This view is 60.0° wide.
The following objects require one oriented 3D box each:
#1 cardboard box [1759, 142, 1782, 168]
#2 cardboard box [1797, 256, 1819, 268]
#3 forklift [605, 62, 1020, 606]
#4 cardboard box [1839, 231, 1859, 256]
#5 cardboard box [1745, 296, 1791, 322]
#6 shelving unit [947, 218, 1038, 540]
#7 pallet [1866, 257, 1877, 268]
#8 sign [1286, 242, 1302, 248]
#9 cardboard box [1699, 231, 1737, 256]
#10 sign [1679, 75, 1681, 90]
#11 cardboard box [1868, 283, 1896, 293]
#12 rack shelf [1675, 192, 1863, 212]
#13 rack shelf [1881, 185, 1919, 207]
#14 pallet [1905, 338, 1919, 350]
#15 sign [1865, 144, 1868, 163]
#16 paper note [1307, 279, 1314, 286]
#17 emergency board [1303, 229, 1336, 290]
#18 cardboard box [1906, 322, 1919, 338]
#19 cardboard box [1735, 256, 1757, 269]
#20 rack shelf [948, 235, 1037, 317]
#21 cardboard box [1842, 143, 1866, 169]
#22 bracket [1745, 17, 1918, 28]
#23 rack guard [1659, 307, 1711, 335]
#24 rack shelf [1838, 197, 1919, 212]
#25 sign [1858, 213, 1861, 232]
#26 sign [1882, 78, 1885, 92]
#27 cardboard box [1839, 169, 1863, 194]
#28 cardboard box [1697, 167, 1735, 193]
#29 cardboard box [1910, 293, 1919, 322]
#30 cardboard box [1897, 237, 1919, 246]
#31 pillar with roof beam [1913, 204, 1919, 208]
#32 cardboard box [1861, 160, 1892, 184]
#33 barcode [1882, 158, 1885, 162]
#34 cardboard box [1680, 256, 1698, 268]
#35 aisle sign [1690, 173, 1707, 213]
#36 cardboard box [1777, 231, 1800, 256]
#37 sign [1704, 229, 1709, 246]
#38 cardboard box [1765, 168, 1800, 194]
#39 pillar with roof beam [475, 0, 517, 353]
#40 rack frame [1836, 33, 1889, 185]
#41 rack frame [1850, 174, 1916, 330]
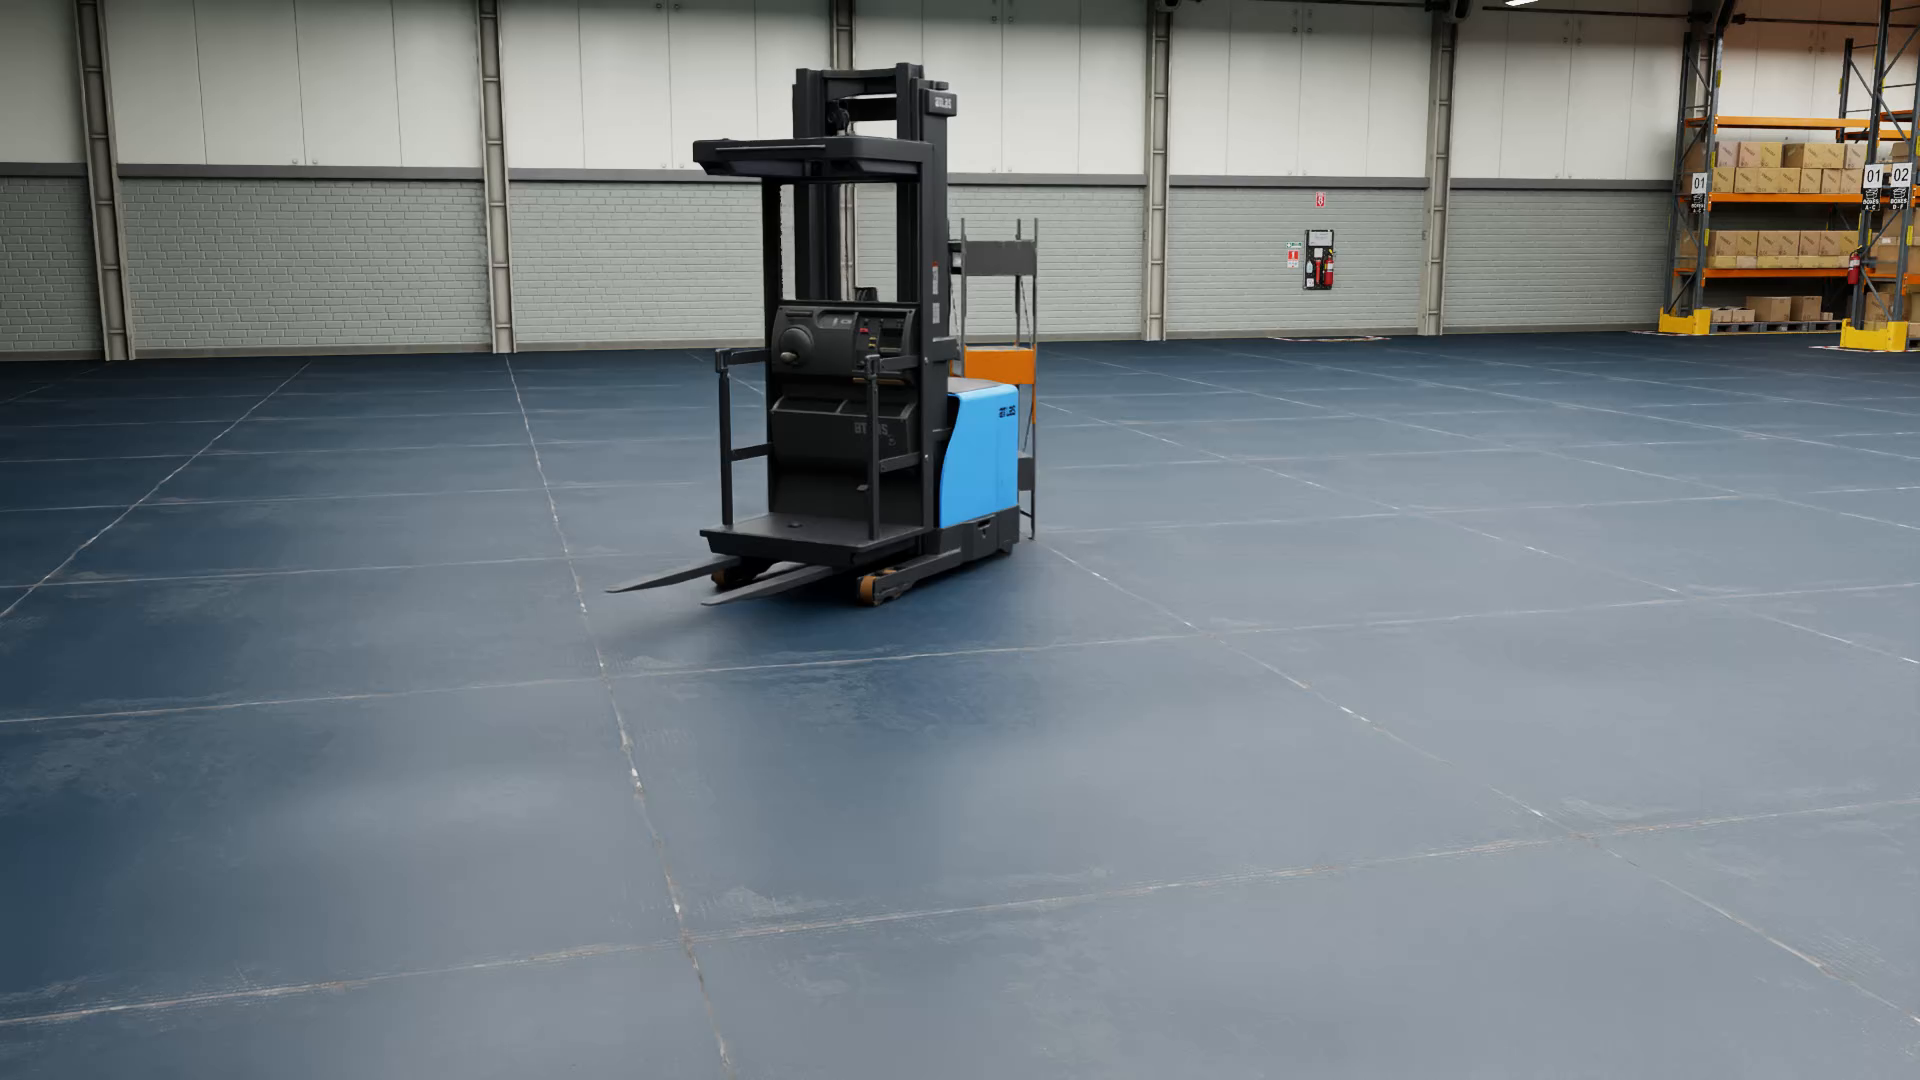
[{"bbox_3d":[16.214,-7.776,33.621,0.500,0.500,0.500,-3,11,-14],"label":"cardboard box"},{"bbox_3d":[17.303,-5.738,34.289,0.500,0.250,0.500,-3,11,-16],"label":"cardboard box"},{"bbox_3d":[-0.775,-1.177,9.342,1.130,2.935,3.031,6,12,29],"label":"forklift"},{"bbox_3d":[18.265,-6.158,34.497,0.500,0.500,0.500,-3,11,-16],"label":"cardboard box"},{"bbox_3d":[16.747,-4.792,34.479,0.500,0.500,0.700,-4,11,-20],"label":"cardboard box"},{"bbox_3d":[0.205,-1.055,10.979,0.503,2.100,0.431,-3,11,-16],"label":"shelving unit"},{"bbox_3d":[19.407,-5.849,35.065,1.213,0.211,1.003,-3,11,-16],"label":"pallet"},{"bbox_3d":[6.525,-5.759,32.479,0.331,0.109,0.001,-3,11,-16],"label":"sign"},{"bbox_3d":[15.334,-6.005,33.667,0.500,0.500,0.500,-3,11,-16],"label":"cardboard box"},{"bbox_3d":[14.656,-9.313,33.763,0.005,0.325,0.100,-3,11,-16],"label":"sign"},{"bbox_3d":[19.756,-5.349,35.436,0.500,0.250,0.500,-3,11,-17],"label":"cardboard box"},{"bbox_3d":[16.712,-6.951,34.219,4.000,0.370,1.077,-3,11,-16],"label":"rack shelf"},{"bbox_3d":[18.100,-6.090,29.542,4.000,0.370,1.077,-3,11,-16],"label":"rack shelf"},{"bbox_3d":[16.902,-3.542,29.701,1.213,0.211,1.003,-3,11,-16],"label":"pallet"},{"bbox_3d":[16.041,-6.834,29.371,0.005,0.325,0.100,-3,11,-16],"label":"sign"},{"bbox_3d":[6.888,-5.062,32.689,0.142,0.148,0.016,-3,11,-16],"label":"paper note"},{"bbox_3d":[7.078,-5.492,32.592,0.643,1.169,0.194,-3,11,-16],"label":"emergency board"},{"bbox_3d":[16.757,-3.710,29.347,0.500,0.250,0.500,-3,11,-16],"label":"cardboard box"},{"bbox_3d":[15.843,-5.662,33.878,0.500,0.250,0.500,-3,11,-18],"label":"cardboard box"},{"bbox_3d":[0.205,-1.730,10.855,0.480,0.518,0.431,-3,11,-16],"label":"rack shelf"},{"bbox_3d":[18.227,-7.884,34.208,0.500,0.500,0.500,-4,11,-21],"label":"cardboard box"},{"bbox_3d":[18.193,-10.724,34.503,4.783,0.066,0.076,-3,11,-16],"label":"bracket"},{"bbox_3d":[14.865,-4.502,34.123,0.348,0.500,1.175,-3,11,-16],"label":"rack guard"},{"bbox_3d":[20.552,-7.153,35.319,4.000,0.370,1.077,-3,11,-16],"label":"rack shelf"},{"bbox_3d":[16.041,-5.648,29.589,0.005,0.325,0.100,-3,11,-16],"label":"sign"},{"bbox_3d":[18.766,-9.284,33.823,0.005,0.325,0.100,-3,11,-16],"label":"sign"},{"bbox_3d":[18.214,-7.396,34.320,0.500,0.500,0.500,-3,11,-14],"label":"cardboard box"},{"bbox_3d":[15.183,-7.236,33.449,0.500,0.500,0.500,-3,11,-14],"label":"cardboard box"},{"bbox_3d":[17.236,-4.104,29.419,0.500,0.500,0.500,-3,11,-16],"label":"cardboard box"},{"bbox_3d":[16.617,-5.218,29.036,0.250,0.149,0.380,-3,11,-16],"label":"cardboard box"},{"bbox_3d":[22.186,-8.419,31.926,0.400,9.000,9.100,-3,11,-16],"label":"pillar with roof beam"},{"bbox_3d":[19.179,-7.675,34.731,0.500,0.500,0.500,-1,11,-8],"label":"cardboard box"},{"bbox_3d":[16.335,-6.727,29.413,0.075,0.075,0.001,-3,11,-16],"label":"barcode"},{"bbox_3d":[15.186,-5.721,34.199,0.500,0.250,0.500,-3,11,-15],"label":"cardboard box"},{"bbox_3d":[14.806,-6.951,33.337,0.004,0.787,0.394,-3,11,-16],"label":"aisle sign"},{"bbox_3d":[16.801,-6.081,34.083,0.500,0.500,0.500,-3,11,-14],"label":"cardboard box"},{"bbox_3d":[14.943,-6.059,33.285,0.005,0.325,0.100,-3,11,-16],"label":"sign"},{"bbox_3d":[16.714,-7.314,33.877,0.500,0.500,0.500,-2,11,-12],"label":"cardboard box"},{"bbox_3d":[-6.618,-6.901,23.679,0.400,9.000,9.100,-3,11,-16],"label":"pillar with roof beam"},{"bbox_3d":[18.632,-8.881,34.432,0.127,3.000,1.000,-3,11,-16],"label":"rack frame"},{"bbox_3d":[16.180,-4.867,29.199,0.127,3.000,1.000,-3,11,-16],"label":"rack frame"}]
